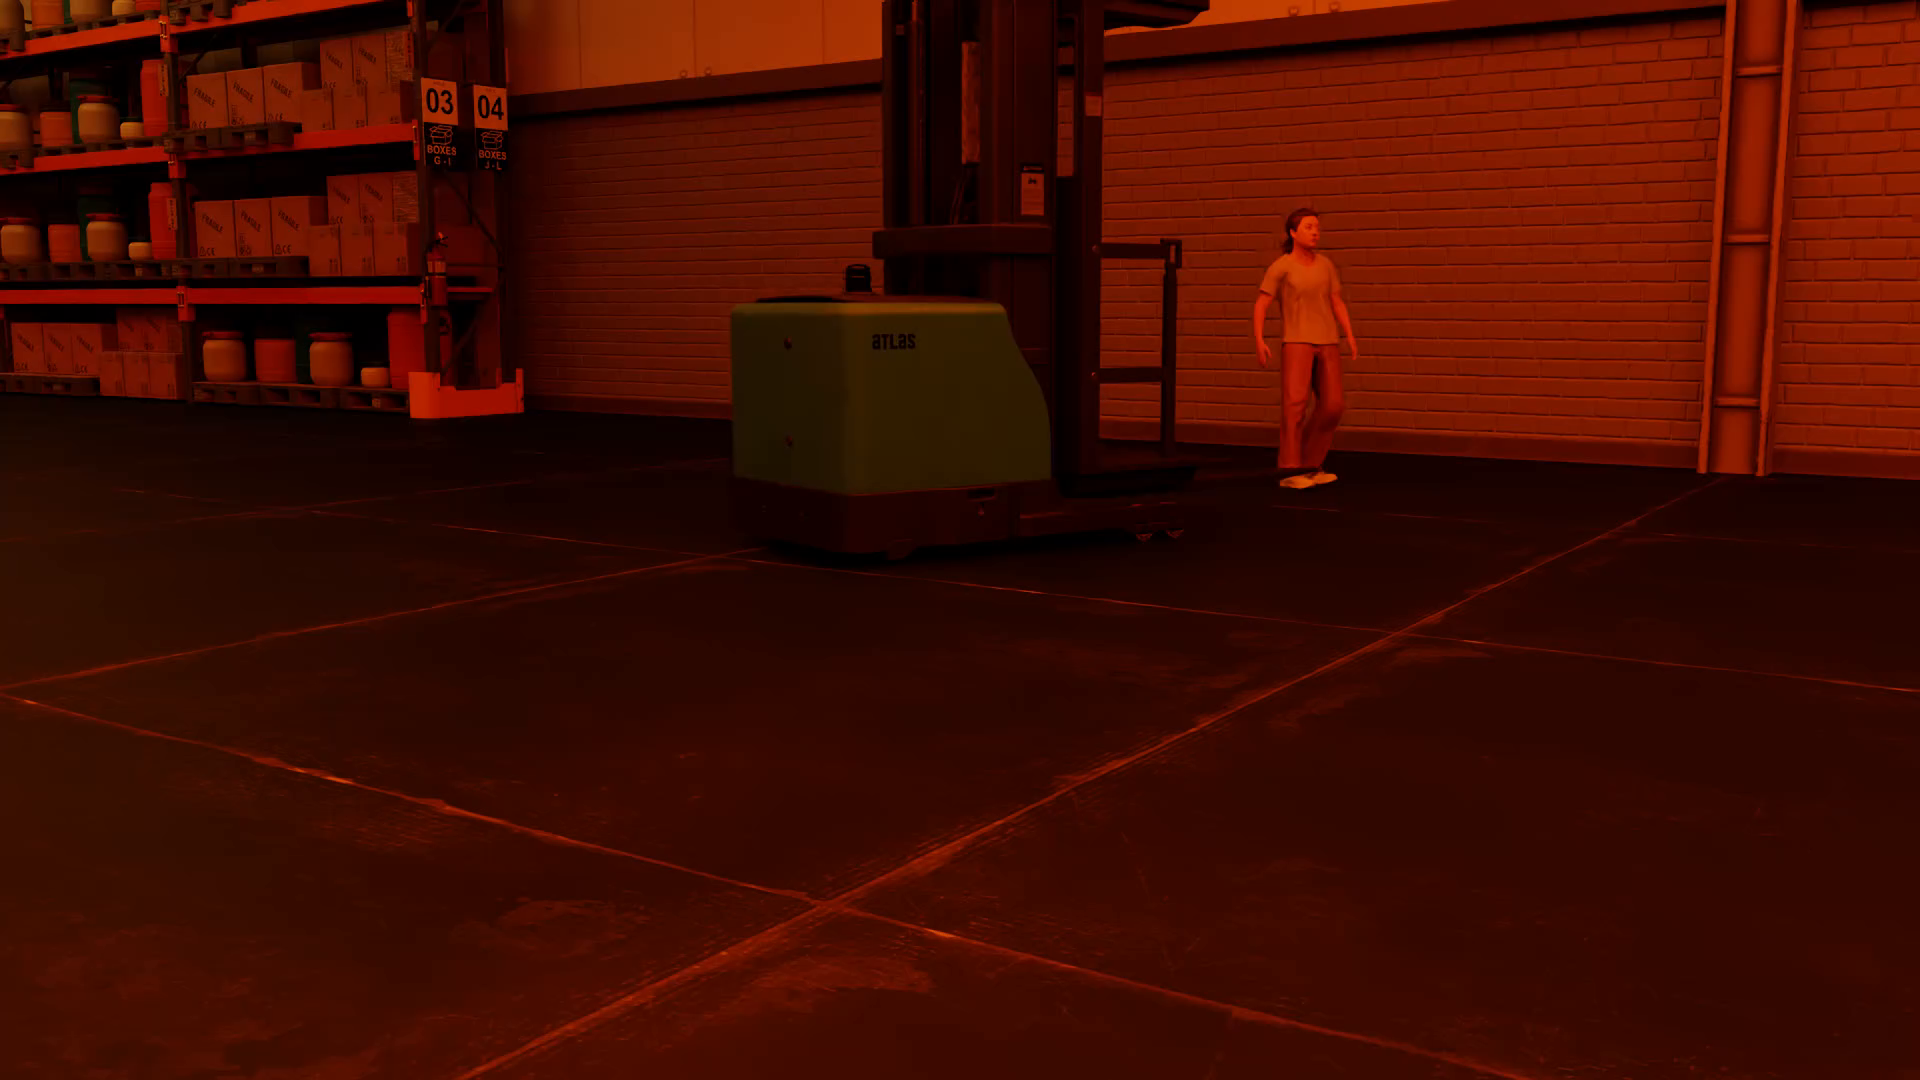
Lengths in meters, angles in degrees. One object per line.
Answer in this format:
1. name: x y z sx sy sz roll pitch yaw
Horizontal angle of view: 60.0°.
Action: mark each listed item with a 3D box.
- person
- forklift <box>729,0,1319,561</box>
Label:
1. person: 2.052 -1.128 9.778 0.622 1.635 0.622 -2 8 -15
2. forklift: 0.451 -1.506 7.784 3.031 2.935 1.130 -6 10 -37
